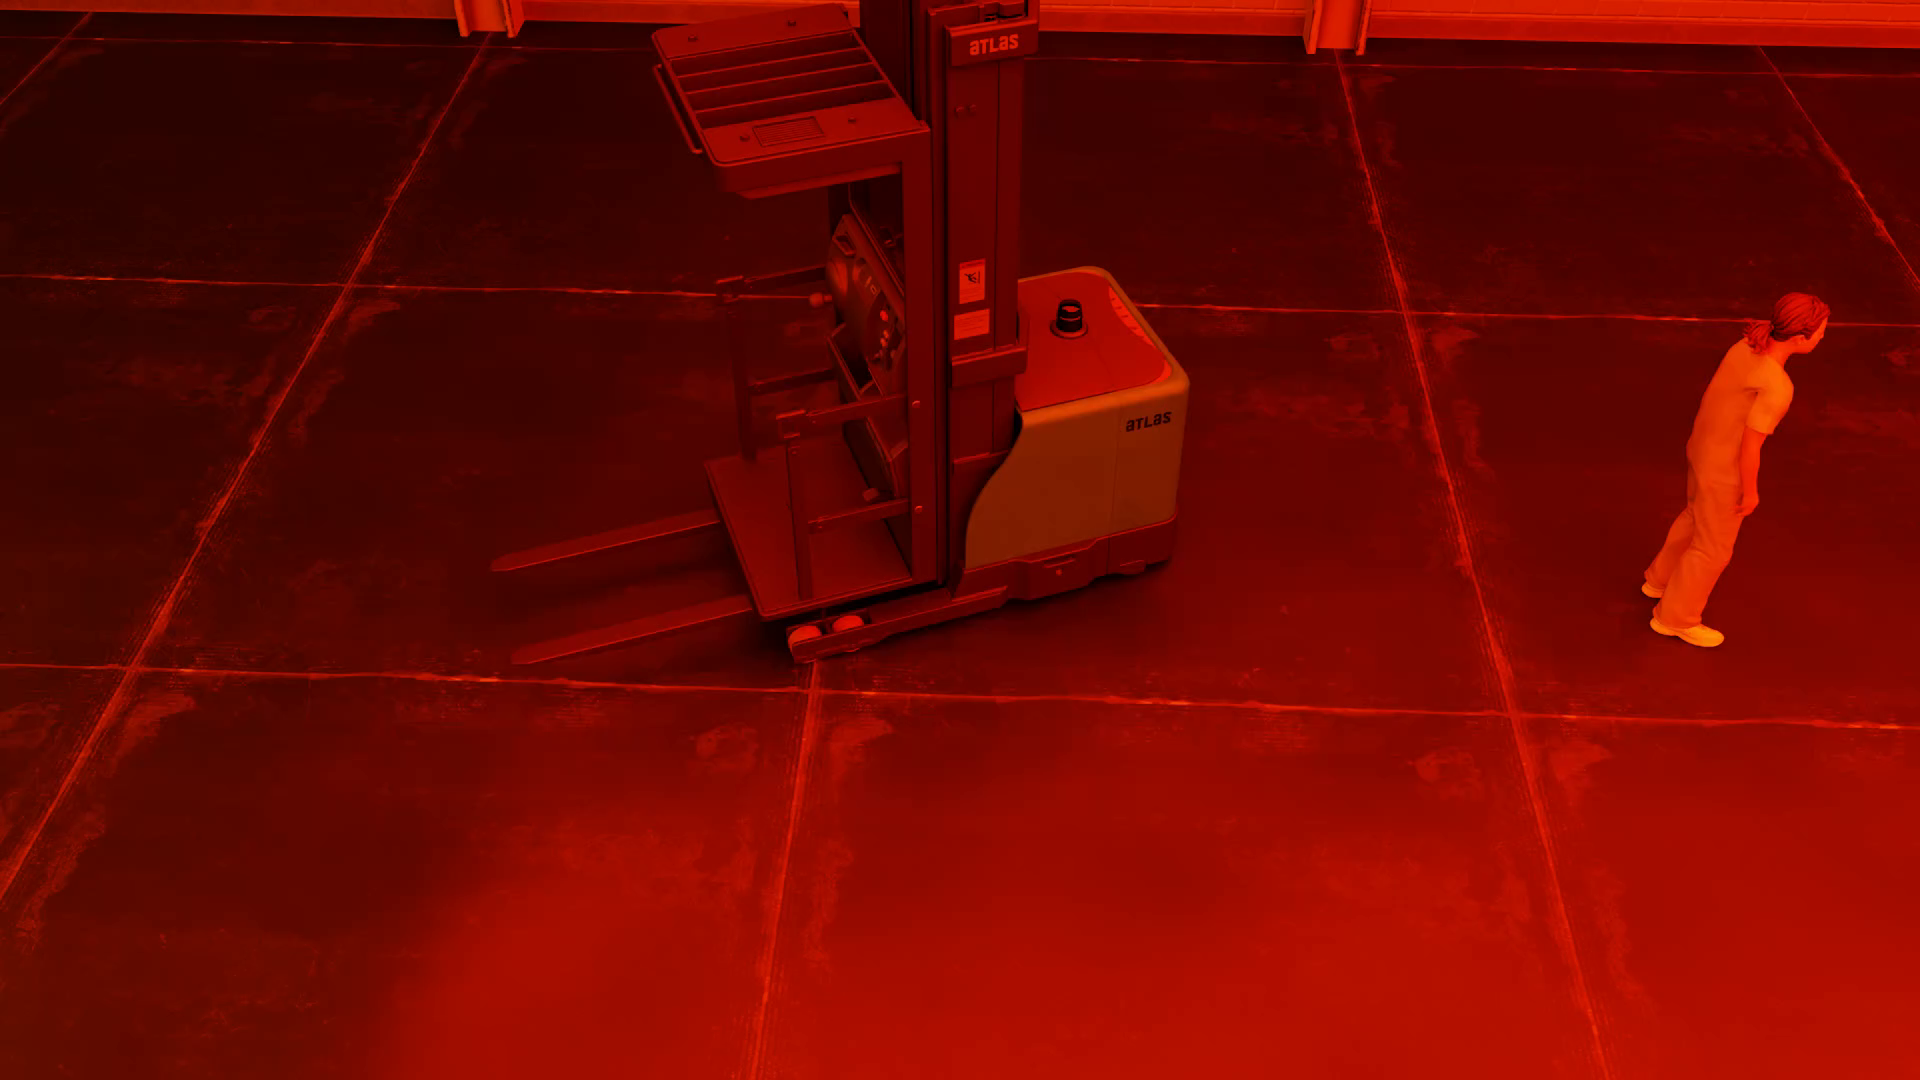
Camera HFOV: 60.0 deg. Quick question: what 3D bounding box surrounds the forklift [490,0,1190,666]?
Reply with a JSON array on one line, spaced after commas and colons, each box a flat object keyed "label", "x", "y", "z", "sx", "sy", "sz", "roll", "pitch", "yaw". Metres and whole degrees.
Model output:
[{"label": "forklift", "x": -0.573, "y": -0.945, "z": 6.778, "sx": 3.031, "sy": 2.935, "sz": 1.130, "roll": -13, "pitch": 44, "yaw": -14}]

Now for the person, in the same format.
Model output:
[{"label": "person", "x": 3.253, "y": -0.314, "z": 7.021, "sx": 0.360, "sy": 1.672, "sz": 0.515, "roll": 4, "pitch": 43, "yaw": 5}]
